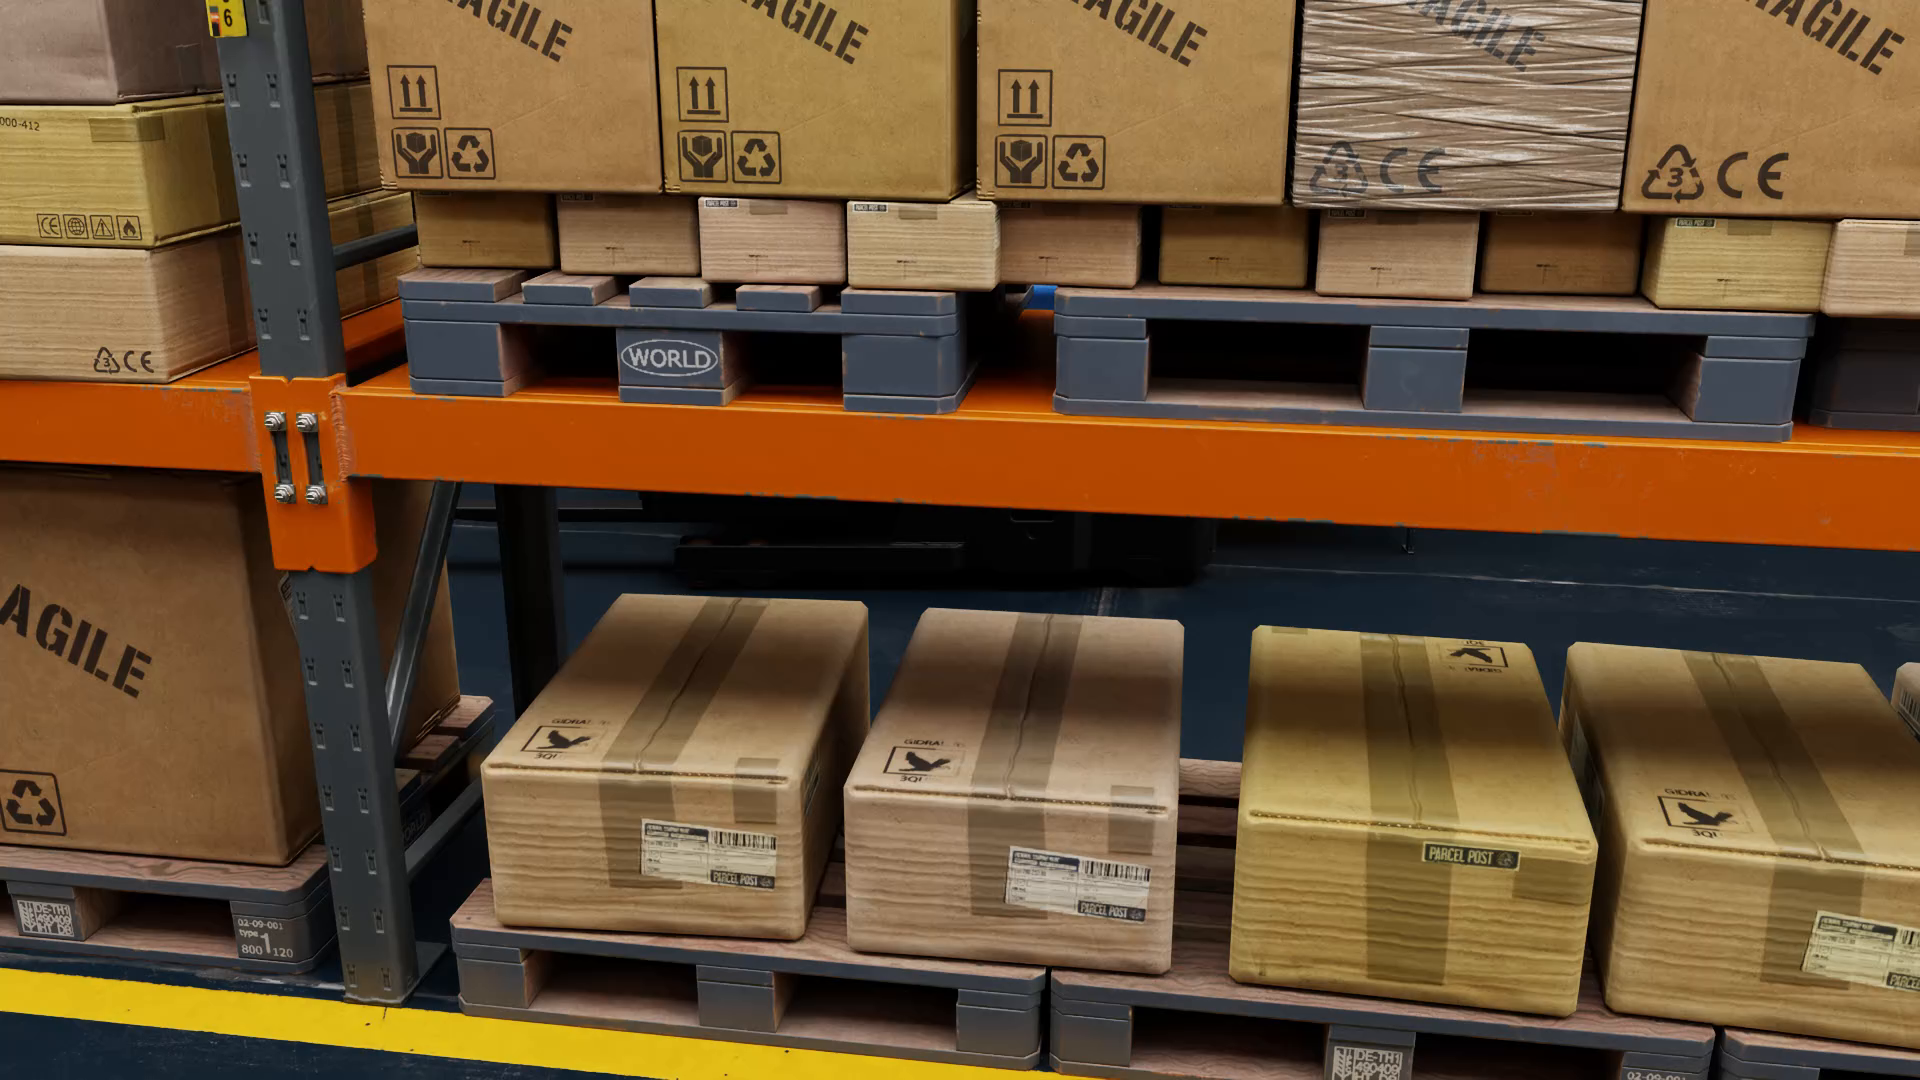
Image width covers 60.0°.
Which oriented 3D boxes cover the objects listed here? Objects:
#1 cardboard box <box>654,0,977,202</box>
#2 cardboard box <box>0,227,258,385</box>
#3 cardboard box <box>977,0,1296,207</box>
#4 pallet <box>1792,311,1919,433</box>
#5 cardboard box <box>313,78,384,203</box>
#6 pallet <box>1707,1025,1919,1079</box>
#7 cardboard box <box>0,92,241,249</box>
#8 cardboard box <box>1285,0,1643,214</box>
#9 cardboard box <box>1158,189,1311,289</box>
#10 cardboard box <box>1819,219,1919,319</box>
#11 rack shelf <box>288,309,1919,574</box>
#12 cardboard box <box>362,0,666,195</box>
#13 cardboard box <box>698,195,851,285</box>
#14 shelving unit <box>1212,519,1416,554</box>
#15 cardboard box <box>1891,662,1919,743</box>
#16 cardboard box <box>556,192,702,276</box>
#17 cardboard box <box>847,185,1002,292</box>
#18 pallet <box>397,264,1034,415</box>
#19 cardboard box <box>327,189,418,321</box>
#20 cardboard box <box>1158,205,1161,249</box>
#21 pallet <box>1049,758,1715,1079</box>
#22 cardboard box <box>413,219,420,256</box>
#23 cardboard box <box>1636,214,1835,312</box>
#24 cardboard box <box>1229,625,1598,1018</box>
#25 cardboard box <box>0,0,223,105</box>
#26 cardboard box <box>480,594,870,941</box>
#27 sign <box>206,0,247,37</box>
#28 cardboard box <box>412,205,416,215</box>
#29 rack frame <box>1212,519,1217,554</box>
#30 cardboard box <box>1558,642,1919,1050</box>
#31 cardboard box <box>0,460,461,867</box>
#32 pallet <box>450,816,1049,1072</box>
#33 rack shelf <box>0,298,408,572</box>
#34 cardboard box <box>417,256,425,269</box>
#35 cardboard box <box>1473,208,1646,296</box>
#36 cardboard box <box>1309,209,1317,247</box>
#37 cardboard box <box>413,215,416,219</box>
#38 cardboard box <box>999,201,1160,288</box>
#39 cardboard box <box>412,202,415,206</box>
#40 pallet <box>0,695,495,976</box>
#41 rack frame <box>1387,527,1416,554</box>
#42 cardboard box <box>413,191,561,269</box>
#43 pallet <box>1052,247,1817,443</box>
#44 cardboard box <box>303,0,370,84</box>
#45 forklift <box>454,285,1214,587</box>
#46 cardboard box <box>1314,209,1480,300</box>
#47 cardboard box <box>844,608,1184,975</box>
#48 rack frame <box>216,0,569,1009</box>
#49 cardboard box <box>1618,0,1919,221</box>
[{"bbox_3d":[-0.209,-0.886,2.936,0.500,0.500,0.500,4,19,11],"label":"cardboard box"},{"bbox_3d":[-1.673,-0.491,3.279,0.500,0.250,0.500,2,19,7],"label":"cardboard box"},{"bbox_3d":[0.316,-0.862,2.863,0.500,0.500,0.500,3,19,10],"label":"cardboard box"},{"bbox_3d":[2.086,-0.409,3.102,1.213,0.211,1.003,3,19,9],"label":"pallet"},{"bbox_3d":[-1.593,-0.887,3.674,0.500,0.250,0.500,3,19,8],"label":"cardboard box"},{"bbox_3d":[2.048,0.867,3.379,1.213,0.211,1.003,3,19,9],"label":"pallet"},{"bbox_3d":[-1.651,-0.728,3.201,0.500,0.250,0.500,3,19,8],"label":"cardboard box"},{"bbox_3d":[0.809,-0.834,2.780,0.500,0.500,0.500,2,19,7],"label":"cardboard box"},{"bbox_3d":[0.500,-0.560,2.984,0.250,0.149,0.380,4,19,11],"label":"cardboard box"},{"bbox_3d":[1.496,-0.468,2.709,0.250,0.149,0.380,3,19,9],"label":"cardboard box"},{"bbox_3d":[0.843,-0.176,3.235,4.000,0.370,1.077,3,19,9],"label":"rack shelf"},{"bbox_3d":[-0.725,-0.910,3.008,0.500,0.500,0.500,2,19,7],"label":"cardboard box"},{"bbox_3d":[-0.304,-0.570,3.014,0.250,0.149,0.380,2,19,5],"label":"cardboard box"},{"bbox_3d":[1.302,-0.723,6.100,0.755,1.500,0.431,0,18,1],"label":"shelving unit"},{"bbox_3d":[2.299,0.605,3.247,0.625,0.372,0.950,3,19,9],"label":"cardboard box"},{"bbox_3d":[-0.567,-0.598,3.098,0.250,0.149,0.380,2,19,5],"label":"cardboard box"},{"bbox_3d":[-0.036,-0.550,2.953,0.250,0.149,0.380,3,19,9],"label":"cardboard box"},{"bbox_3d":[-0.412,-0.524,3.445,1.003,0.211,1.213,3,19,9],"label":"pallet"},{"bbox_3d":[-1.575,-0.650,3.755,0.500,0.250,0.500,3,19,8],"label":"cardboard box"},{"bbox_3d":[0.510,-0.689,3.368,0.250,0.149,0.380,3,19,9],"label":"cardboard box"},{"bbox_3d":[0.840,0.807,3.560,1.213,0.211,1.003,3,19,9],"label":"pallet"},{"bbox_3d":[-2.687,-1.548,8.458,0.250,0.149,0.380,4,19,11],"label":"cardboard box"},{"bbox_3d":[1.260,-0.492,2.779,0.250,0.149,0.380,3,19,9],"label":"cardboard box"},{"bbox_3d":[0.902,0.535,3.455,0.625,0.372,0.950,4,19,10],"label":"cardboard box"},{"bbox_3d":[-1.684,-1.083,3.080,0.500,0.500,0.500,2,19,7],"label":"cardboard box"},{"bbox_3d":[-0.576,0.461,3.678,0.625,0.372,0.950,2,19,5],"label":"cardboard box"},{"bbox_3d":[-1.217,-0.993,2.718,0.005,0.325,0.100,3,19,9],"label":"sign"},{"bbox_3d":[-2.866,-1.711,8.945,0.250,0.149,0.380,3,19,10],"label":"cardboard box"},{"bbox_3d":[0.936,-0.725,6.105,0.023,1.500,0.400,0,18,1],"label":"rack frame"},{"bbox_3d":[1.589,0.570,3.352,0.625,0.372,0.950,4,19,12],"label":"cardboard box"},{"bbox_3d":[-1.801,0.130,3.874,0.875,0.875,0.875,3,19,8],"label":"cardboard box"},{"bbox_3d":[-0.361,0.744,3.746,1.213,0.211,1.003,3,19,9],"label":"pallet"},{"bbox_3d":[-3.107,-0.377,3.837,4.000,0.370,1.077,3,19,9],"label":"rack shelf"},{"bbox_3d":[-2.837,-1.243,8.568,0.500,0.500,0.500,2,19,7],"label":"cardboard box"},{"bbox_3d":[1.017,-0.537,2.915,0.250,0.149,0.380,2,19,7],"label":"cardboard box"},{"bbox_3d":[0.771,-0.702,3.407,0.250,0.149,0.380,2,19,7],"label":"cardboard box"},{"bbox_3d":[-2.931,-1.561,8.498,0.250,0.149,0.380,3,19,9],"label":"cardboard box"},{"bbox_3d":[0.215,-0.562,2.990,0.250,0.149,0.380,4,19,12],"label":"cardboard box"},{"bbox_3d":[-3.130,-1.742,9.037,0.250,0.149,0.380,2,19,6],"label":"cardboard box"},{"bbox_3d":[-1.899,0.641,4.054,1.213,0.211,1.003,3,19,9],"label":"pallet"},{"bbox_3d":[1.667,-0.722,6.096,0.023,1.500,0.400,0,18,1],"label":"rack frame"},{"bbox_3d":[-0.841,-0.623,3.172,0.250,0.149,0.380,2,19,5],"label":"cardboard box"},{"bbox_3d":[0.829,-0.440,3.193,1.213,0.211,1.003,3,19,9],"label":"pallet"},{"bbox_3d":[-1.580,-1.241,3.551,0.500,0.500,0.500,2,19,7],"label":"cardboard box"},{"bbox_3d":[-0.623,-1.392,5.845,3.031,2.935,1.130,0,19,1],"label":"forklift"},{"bbox_3d":[0.747,-0.527,2.884,0.250,0.149,0.380,4,19,10],"label":"cardboard box"},{"bbox_3d":[0.154,0.495,3.575,0.625,0.372,0.950,3,19,8],"label":"cardboard box"},{"bbox_3d":[-1.132,-0.618,3.422,0.127,3.000,1.000,3,19,9],"label":"rack frame"},{"bbox_3d":[1.326,-0.808,2.702,0.500,0.500,0.500,4,19,11],"label":"cardboard box"}]
